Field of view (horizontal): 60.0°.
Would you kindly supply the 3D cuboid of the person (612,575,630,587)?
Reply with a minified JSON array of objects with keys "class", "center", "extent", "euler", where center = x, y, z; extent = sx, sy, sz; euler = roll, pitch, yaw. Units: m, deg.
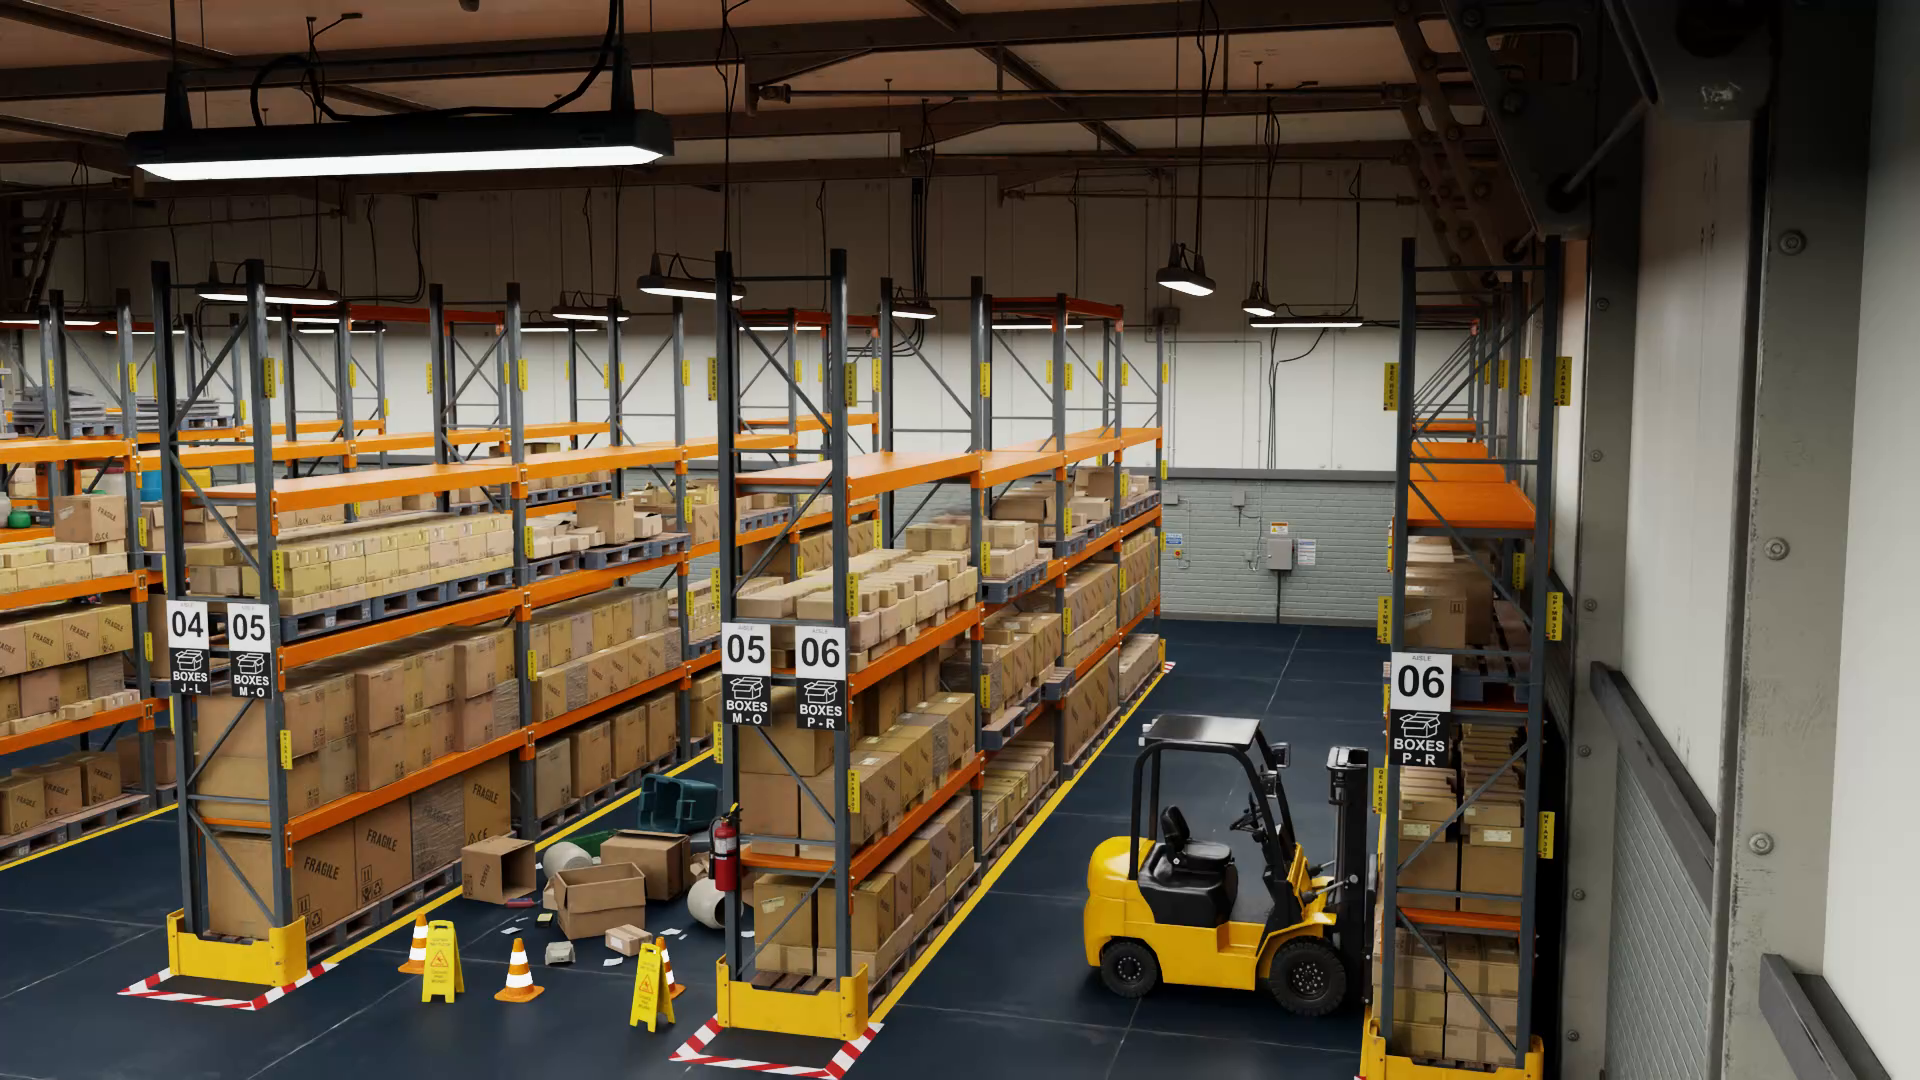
[{"class":"person","center":[-7.044,0.684,34.016],"extent":[0.580,1.752,0.721],"euler":[-4,7,-33]}]
